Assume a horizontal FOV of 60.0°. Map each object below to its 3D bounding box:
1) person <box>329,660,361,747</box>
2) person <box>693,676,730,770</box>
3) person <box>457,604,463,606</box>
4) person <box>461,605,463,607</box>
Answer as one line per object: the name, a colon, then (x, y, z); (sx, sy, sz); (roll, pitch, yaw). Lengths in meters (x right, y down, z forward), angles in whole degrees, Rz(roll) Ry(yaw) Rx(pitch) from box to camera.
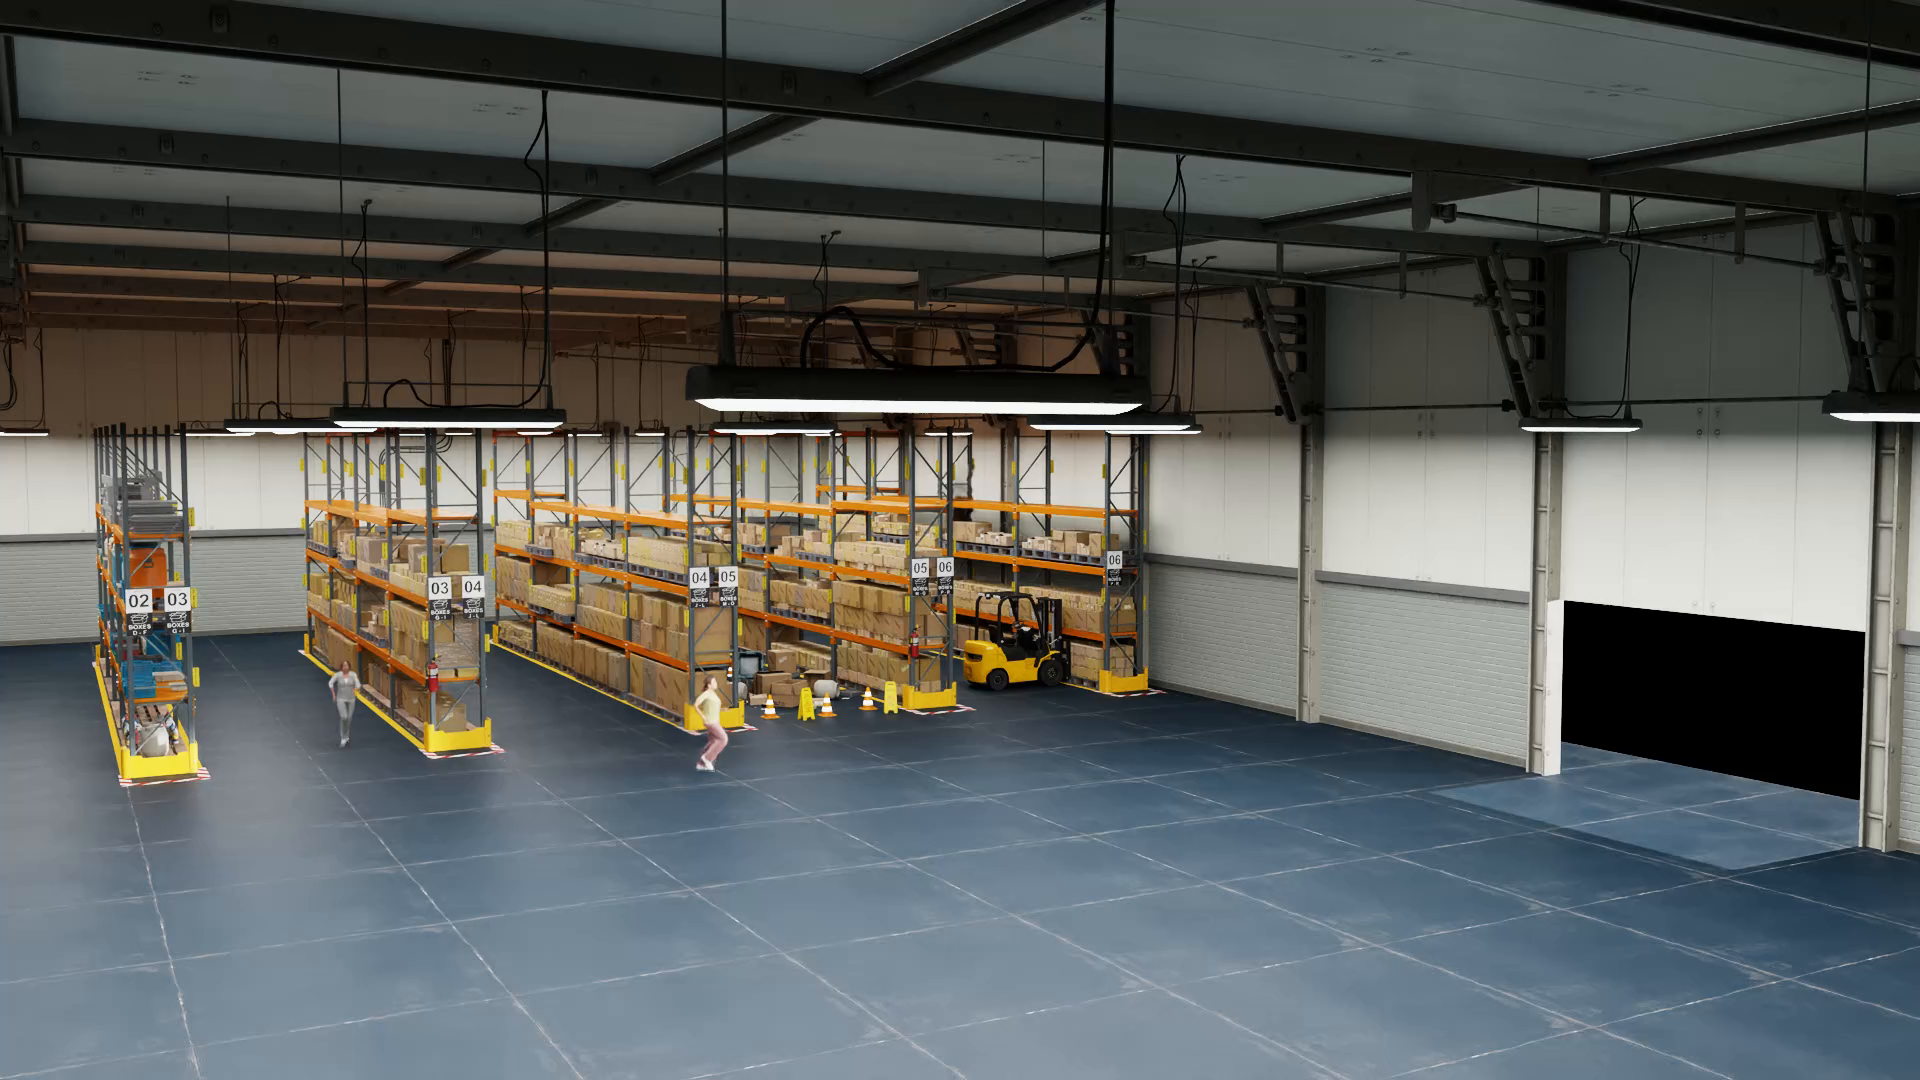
person: (-11.489, 3.057, 31.128); (0.524, 1.622, 0.710); (-2, 4, -34)
person: (-4.250, 3.155, 28.617); (0.613, 1.635, 0.560); (0, 3, 6)
person: (-13.551, 2.100, 44.997); (0.665, 1.803, 0.979); (-2, 4, -27)
person: (-12.935, 2.252, 43.940); (0.578, 1.663, 0.749); (-1, 4, -16)
